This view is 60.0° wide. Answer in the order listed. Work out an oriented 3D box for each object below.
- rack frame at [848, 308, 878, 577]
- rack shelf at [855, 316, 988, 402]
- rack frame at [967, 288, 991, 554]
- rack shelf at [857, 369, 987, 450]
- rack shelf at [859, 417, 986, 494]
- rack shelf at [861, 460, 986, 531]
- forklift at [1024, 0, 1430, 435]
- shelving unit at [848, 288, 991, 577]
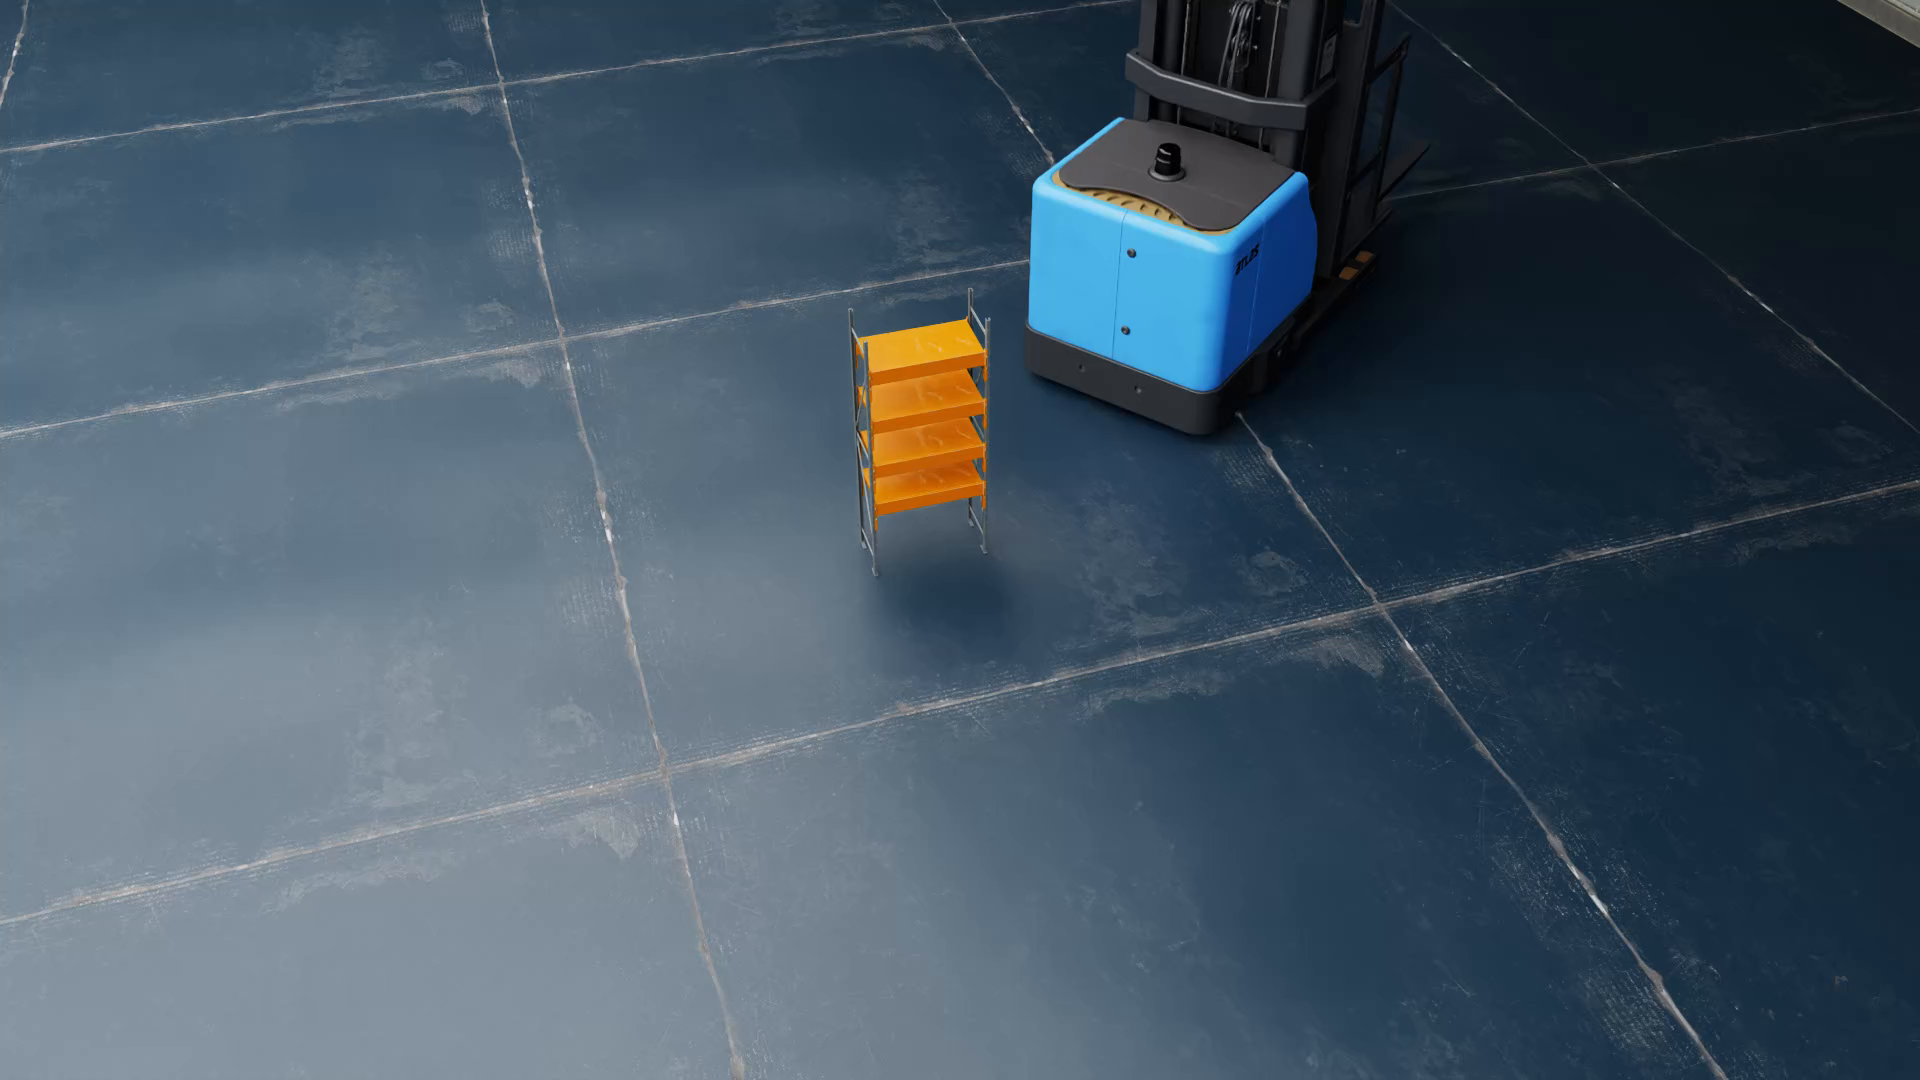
[{"bbox_3d":[-0.391,-0.371,6.763,0.015,1.200,0.240,-12,42,-13],"label":"rack frame"},{"bbox_3d":[-0.158,-0.715,6.559,0.480,0.148,0.258,-12,42,-13],"label":"rack shelf"},{"bbox_3d":[0.075,-0.467,6.873,0.015,1.200,0.240,-12,42,-13],"label":"rack frame"},{"bbox_3d":[-0.158,-0.537,6.715,0.480,0.148,0.258,-12,42,-13],"label":"rack shelf"},{"bbox_3d":[-0.158,-0.368,6.862,0.480,0.148,0.258,-12,42,-13],"label":"rack shelf"},{"bbox_3d":[-0.158,-0.219,6.993,0.480,0.148,0.258,-12,42,-13],"label":"rack shelf"},{"bbox_3d":[1.561,-2.524,7.911,1.130,2.935,3.031,24,47,25],"label":"forklift"},{"bbox_3d":[-0.158,-0.419,6.818,0.503,1.200,0.258,-12,42,-13],"label":"shelving unit"}]
